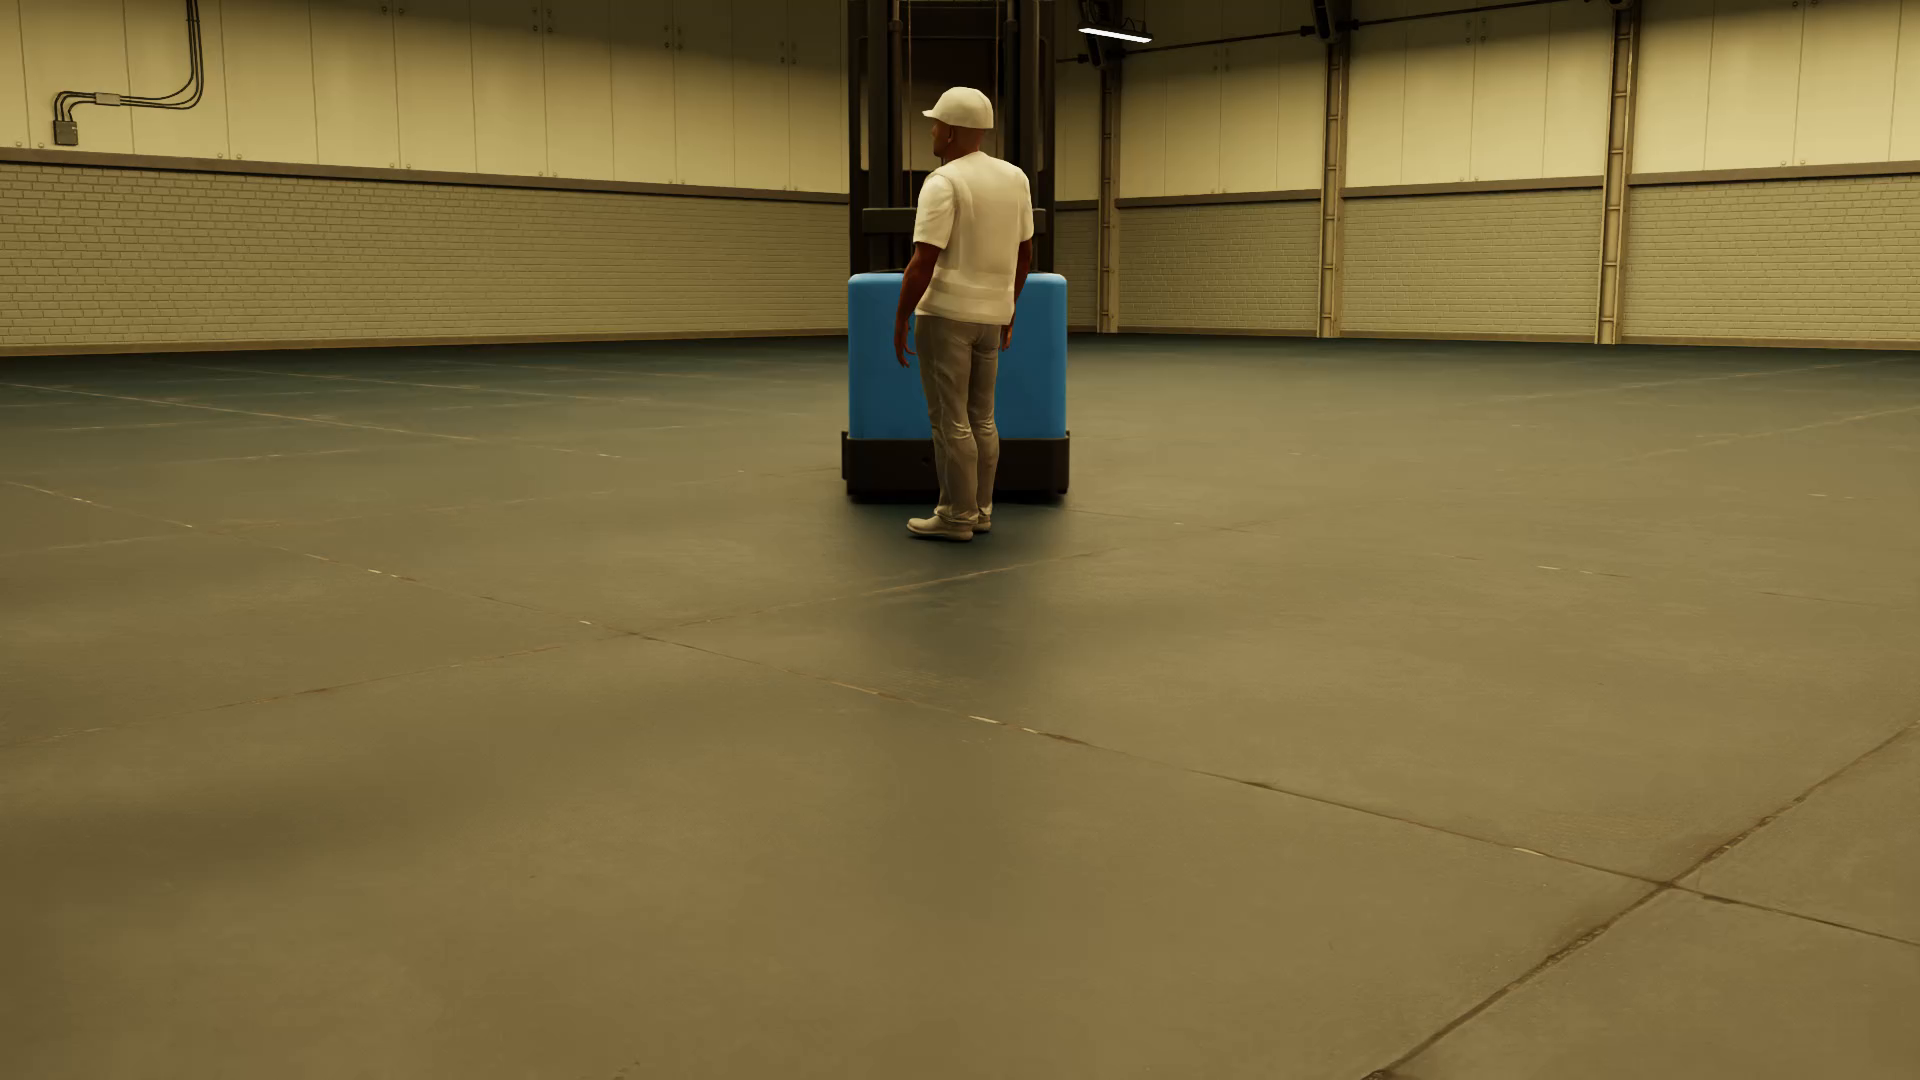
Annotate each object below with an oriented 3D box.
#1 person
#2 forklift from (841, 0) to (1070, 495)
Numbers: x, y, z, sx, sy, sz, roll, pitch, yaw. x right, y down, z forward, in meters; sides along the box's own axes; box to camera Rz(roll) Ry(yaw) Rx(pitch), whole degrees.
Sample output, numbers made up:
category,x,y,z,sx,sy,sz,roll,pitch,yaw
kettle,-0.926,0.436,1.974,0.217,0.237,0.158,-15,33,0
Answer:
category,x,y,z,sx,sy,sz,roll,pitch,yaw
person,-0.046,-0.888,6.636,0.577,1.765,0.666,8,12,43
forklift,-0.051,-1.835,9.059,1.130,2.935,3.031,0,9,-2
